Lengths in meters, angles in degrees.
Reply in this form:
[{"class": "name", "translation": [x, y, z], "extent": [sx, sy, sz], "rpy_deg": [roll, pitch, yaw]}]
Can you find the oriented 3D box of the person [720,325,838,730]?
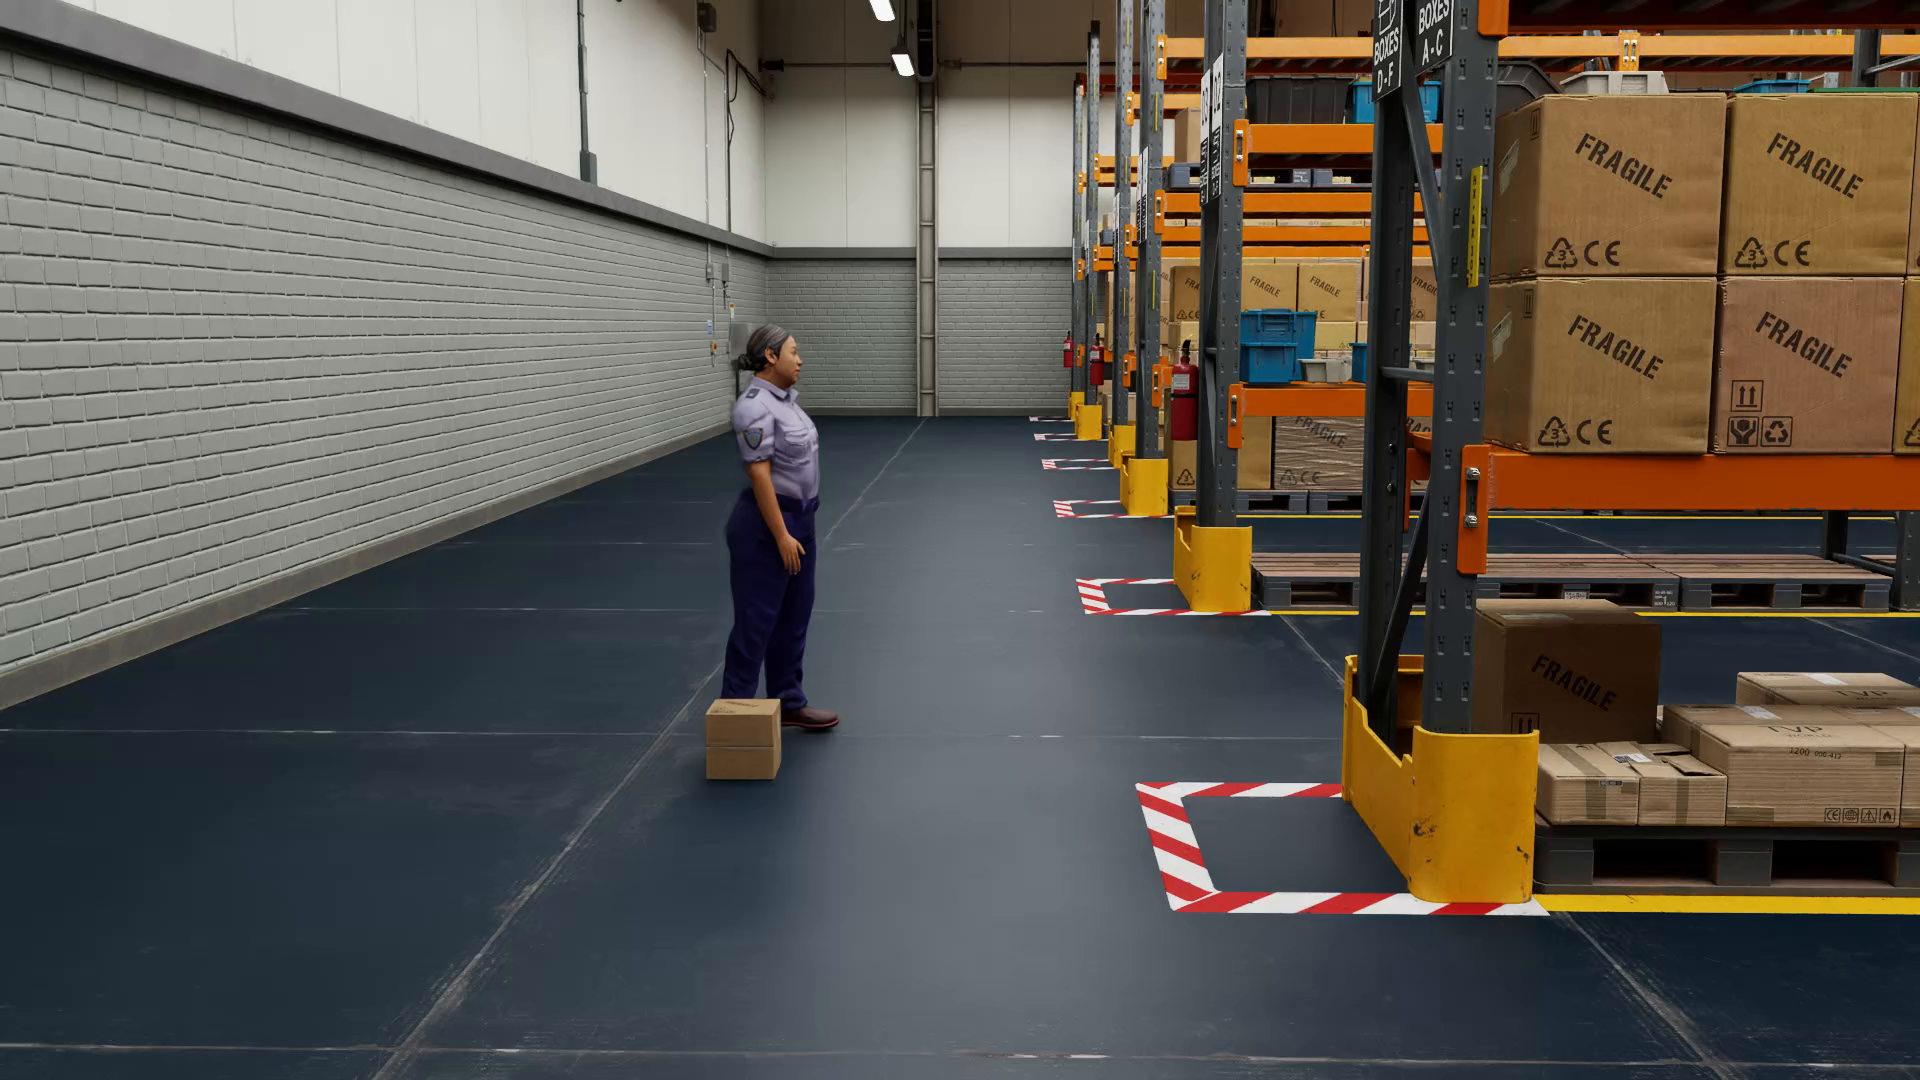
[{"class": "person", "translation": [-0.745, -0.017, 6.573], "extent": [0.380, 1.654, 0.635], "rpy_deg": [2, 8, 13]}]
